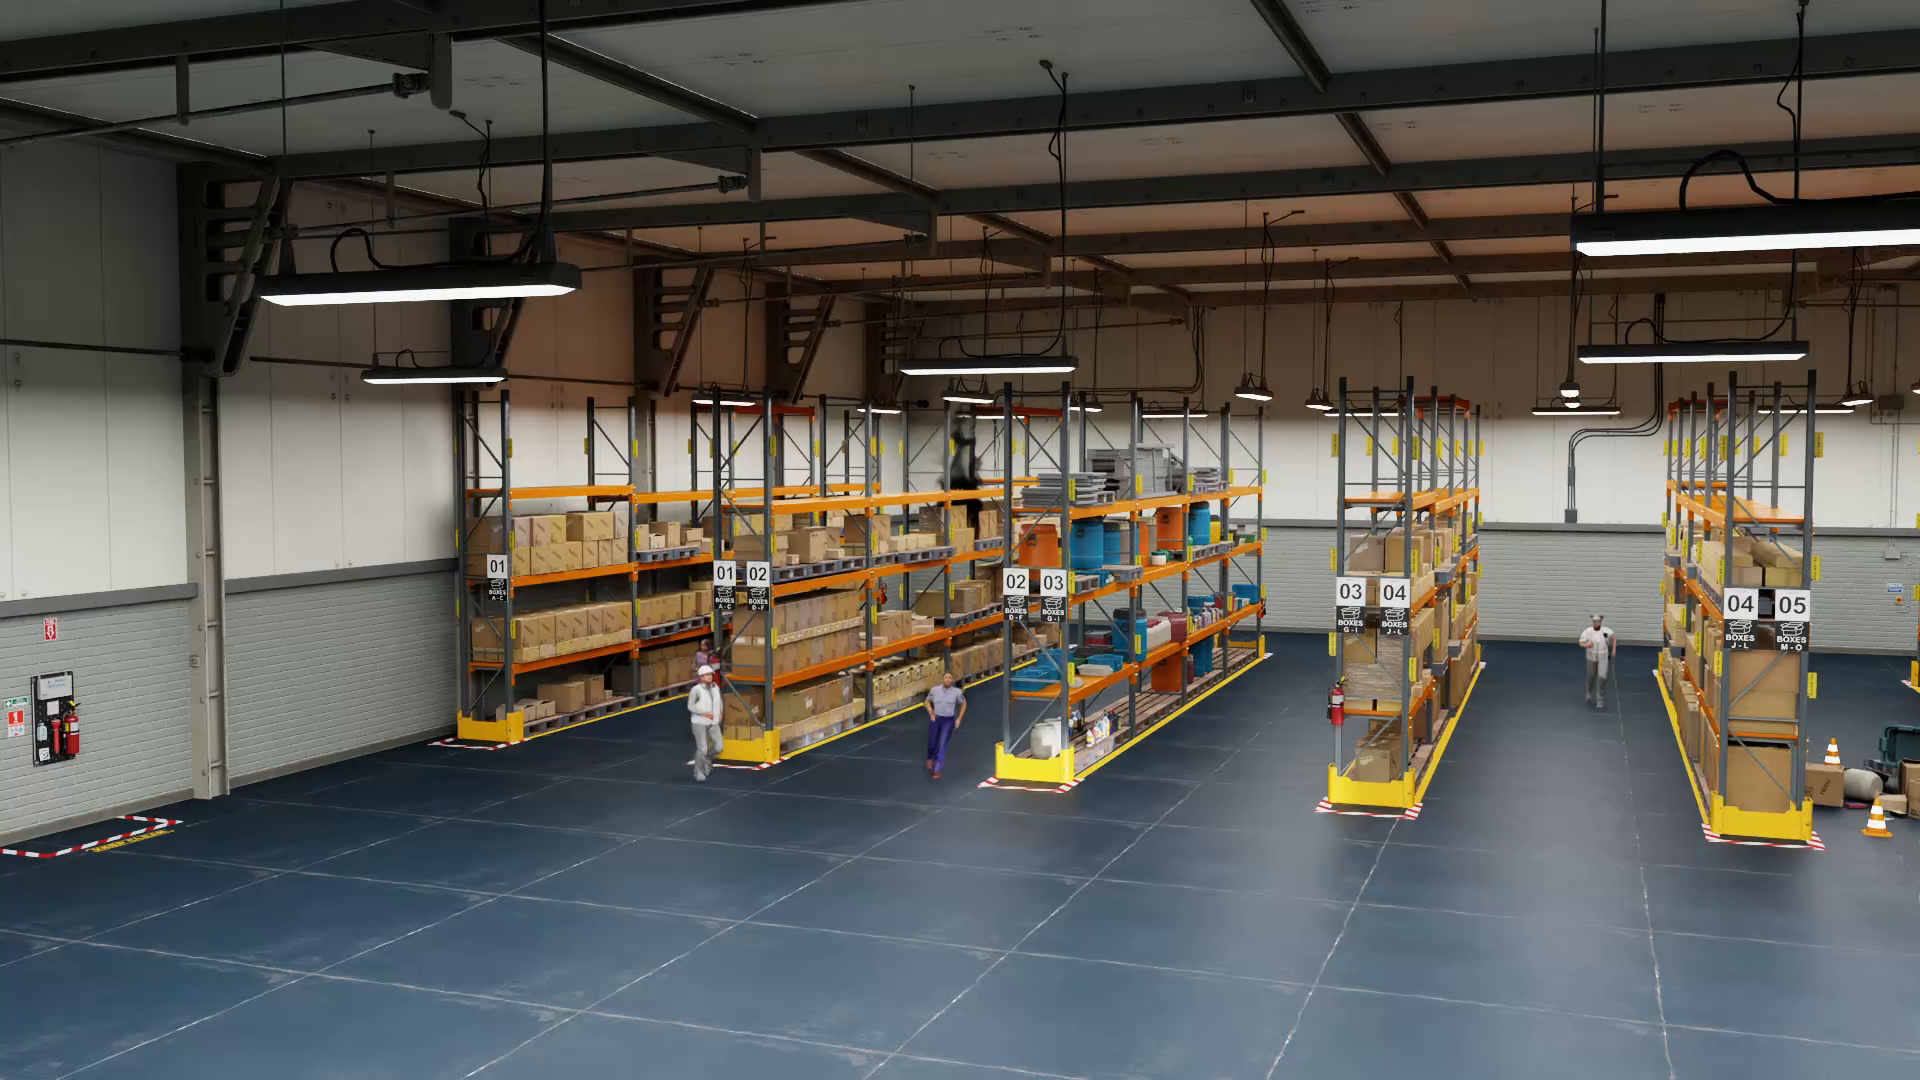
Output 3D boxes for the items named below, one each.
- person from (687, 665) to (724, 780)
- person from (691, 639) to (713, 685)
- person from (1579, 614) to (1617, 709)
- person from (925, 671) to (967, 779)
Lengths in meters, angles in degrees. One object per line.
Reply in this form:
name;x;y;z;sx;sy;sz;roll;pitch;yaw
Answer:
person;-3.779;2.753;25.088;0.697;1.735;0.600;-3;4;-41
person;-4.516;2.578;29.544;0.522;1.624;0.700;1;3;10
person;12.426;2.339;32.407;0.671;1.834;0.932;1;3;23
person;-0.227;2.800;25.462;0.659;1.613;0.719;0;3;4
